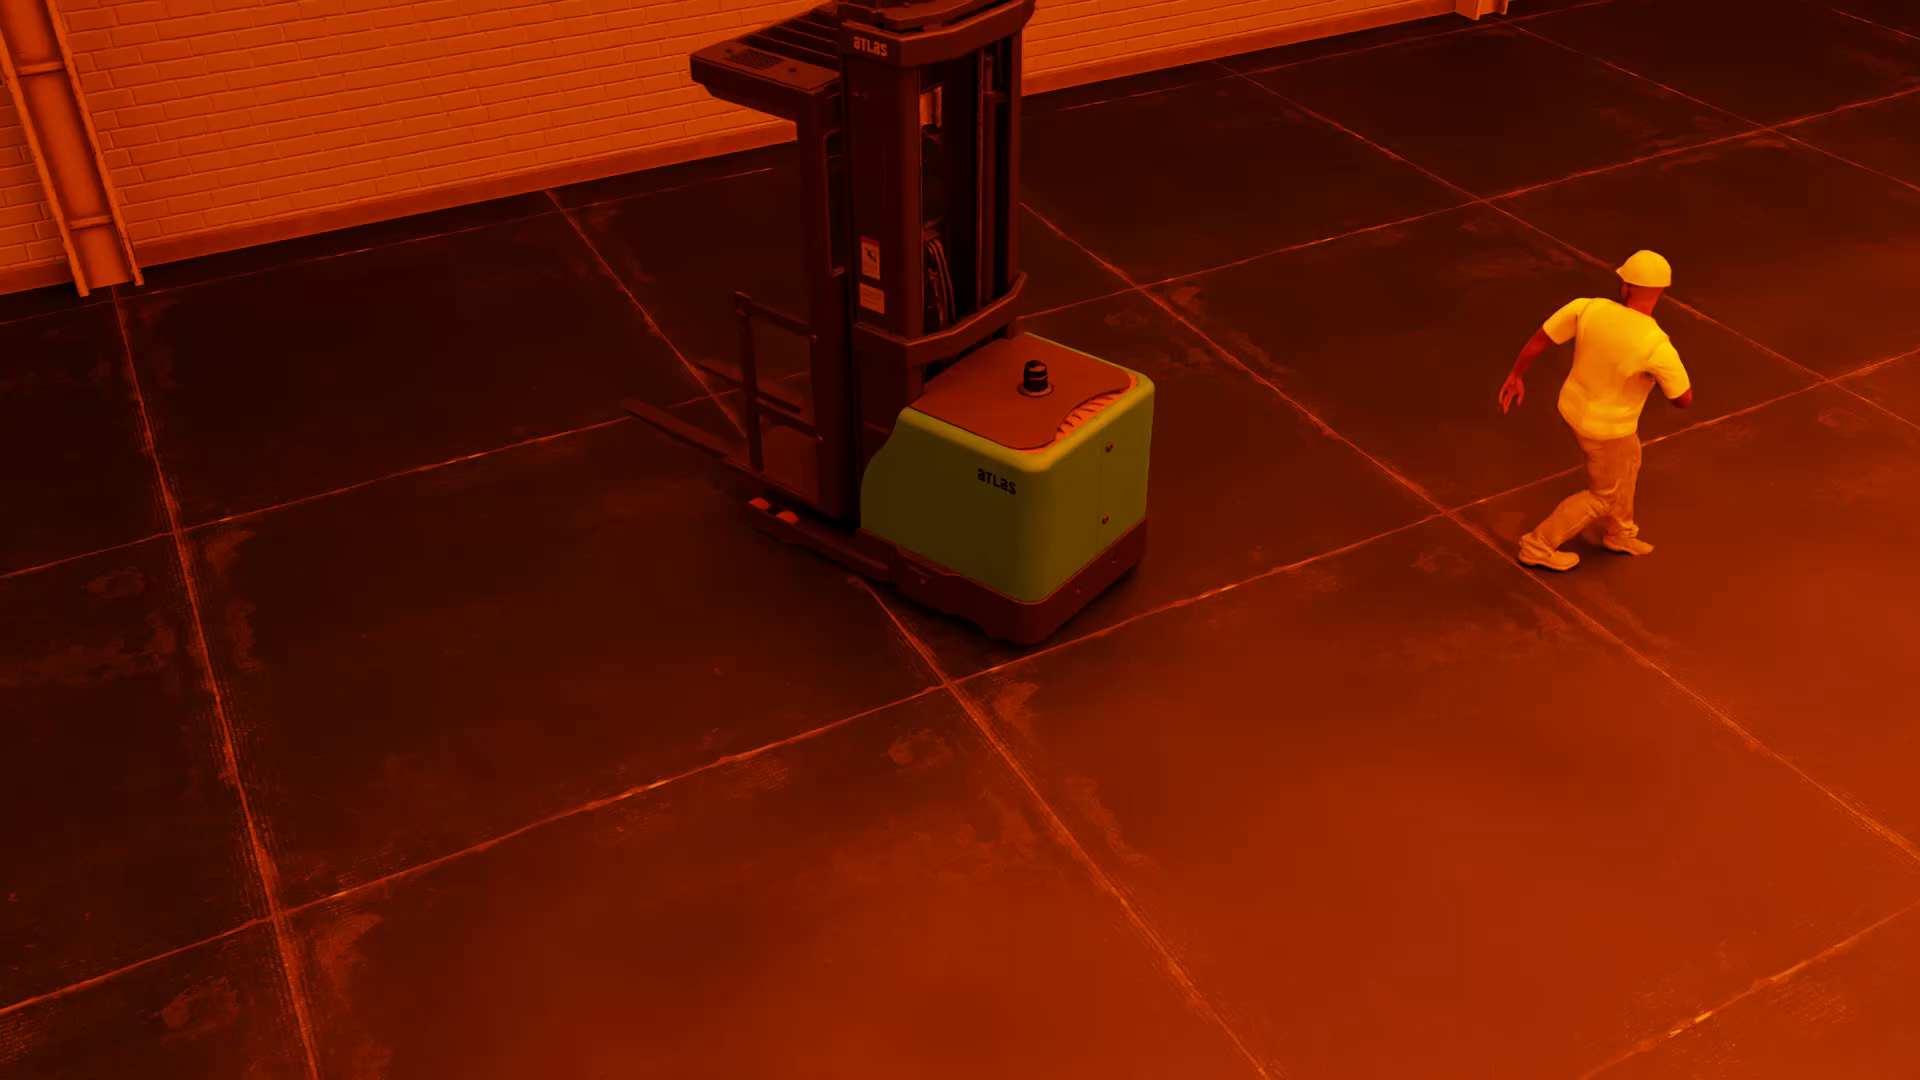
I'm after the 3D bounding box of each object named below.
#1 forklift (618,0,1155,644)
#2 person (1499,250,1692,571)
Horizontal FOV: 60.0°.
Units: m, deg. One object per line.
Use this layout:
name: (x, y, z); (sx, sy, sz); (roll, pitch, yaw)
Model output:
forklift: (-0.530, -1.398, 8.101); (3.031, 2.935, 1.130); (24, 42, 30)
person: (3.142, -0.586, 8.059); (0.936, 1.738, 0.604); (-6, 36, -8)
